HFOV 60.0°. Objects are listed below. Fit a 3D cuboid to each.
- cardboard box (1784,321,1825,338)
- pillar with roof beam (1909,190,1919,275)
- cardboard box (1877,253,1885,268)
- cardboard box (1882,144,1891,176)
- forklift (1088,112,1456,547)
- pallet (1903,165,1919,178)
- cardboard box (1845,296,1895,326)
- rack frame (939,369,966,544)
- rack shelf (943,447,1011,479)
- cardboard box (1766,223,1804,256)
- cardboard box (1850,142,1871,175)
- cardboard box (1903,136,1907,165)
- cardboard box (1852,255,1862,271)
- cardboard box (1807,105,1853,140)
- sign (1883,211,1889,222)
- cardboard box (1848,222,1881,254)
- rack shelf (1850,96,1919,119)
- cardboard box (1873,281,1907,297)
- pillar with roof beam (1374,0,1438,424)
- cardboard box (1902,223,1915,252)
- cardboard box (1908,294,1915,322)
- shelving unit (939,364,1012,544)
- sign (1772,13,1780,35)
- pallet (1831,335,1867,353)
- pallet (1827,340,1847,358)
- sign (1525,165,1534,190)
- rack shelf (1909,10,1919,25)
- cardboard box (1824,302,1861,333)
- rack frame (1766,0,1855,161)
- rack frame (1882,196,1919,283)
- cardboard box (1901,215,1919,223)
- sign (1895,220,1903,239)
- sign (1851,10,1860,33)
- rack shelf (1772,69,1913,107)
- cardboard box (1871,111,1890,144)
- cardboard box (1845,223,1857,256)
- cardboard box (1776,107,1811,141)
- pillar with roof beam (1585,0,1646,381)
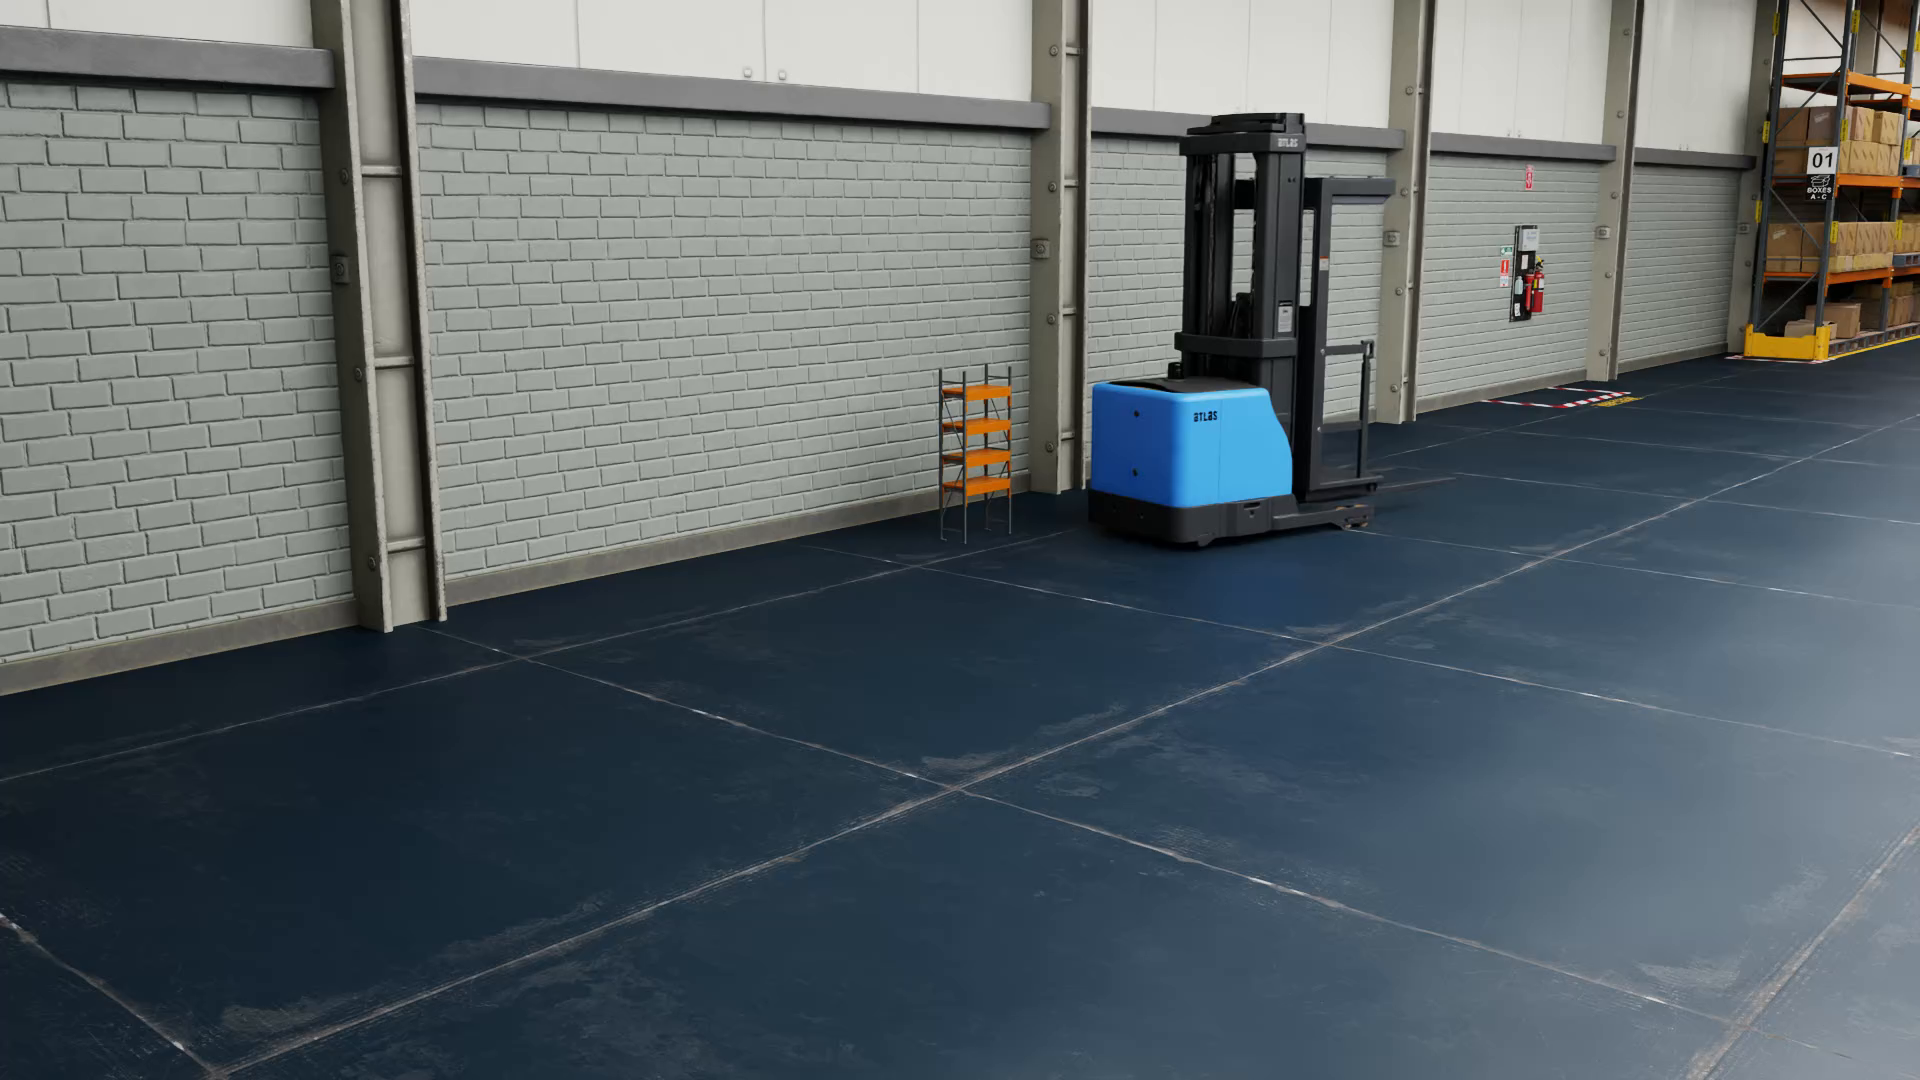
[{"bbox_3d":[13.399,-3.313,26.381,0.500,0.311,0.500,8,14,34],"label":"cardboard box"},{"bbox_3d":[23.842,-8.691,32.250,9.100,9.000,0.400,10,15,40],"label":"pillar with roof beam"},{"bbox_3d":[15.095,-4.669,27.762,0.500,0.250,0.500,10,15,41],"label":"cardboard box"},{"bbox_3d":[15.024,-6.265,27.454,0.500,0.500,0.500,8,14,36],"label":"cardboard box"},{"bbox_3d":[2.436,-1.591,12.193,3.031,2.935,1.130,-7,14,-33],"label":"forklift"},{"bbox_3d":[16.003,-6.370,28.767,1.213,0.211,1.003,10,15,40],"label":"pallet"},{"bbox_3d":[16.292,-4.097,29.824,0.700,0.500,0.500,9,15,39],"label":"cardboard box"},{"bbox_3d":[-0.052,-0.577,11.536,0.240,1.200,0.015,10,15,40],"label":"rack frame"},{"bbox_3d":[0.109,-0.547,11.729,0.258,0.148,0.480,10,15,40],"label":"rack shelf"},{"bbox_3d":[13.026,-4.726,26.134,0.500,0.500,0.500,10,15,40],"label":"cardboard box"},{"bbox_3d":[14.004,-6.024,26.246,0.500,0.500,0.500,11,16,43],"label":"cardboard box"},{"bbox_3d":[15.936,-6.710,28.662,0.500,0.500,0.500,-9,15,-39],"label":"cardboard box"},{"bbox_3d":[14.108,-4.445,26.640,0.500,0.250,0.500,9,15,39],"label":"cardboard box"},{"bbox_3d":[13.311,-6.371,25.433,0.500,0.500,0.500,8,14,36],"label":"cardboard box"},{"bbox_3d":[17.737,-6.142,31.846,0.100,0.325,0.005,10,15,40],"label":"sign"},{"bbox_3d":[14.770,-4.962,27.312,0.500,0.500,0.500,9,15,39],"label":"cardboard box"},{"bbox_3d":[16.835,-7.601,29.652,1.077,0.370,4.000,10,15,40],"label":"rack shelf"},{"bbox_3d":[16.960,-4.596,30.406,0.500,0.250,0.500,10,15,40],"label":"cardboard box"},{"bbox_3d":[8.000,-5.160,14.572,9.100,9.000,0.400,10,15,40],"label":"pillar with roof beam"},{"bbox_3d":[16.662,-5.432,29.868,0.500,0.500,0.700,-10,15,-40],"label":"cardboard box"},{"bbox_3d":[17.292,-4.319,30.936,0.700,0.500,0.500,10,15,40],"label":"cardboard box"},{"bbox_3d":[0.109,-0.613,11.716,0.258,1.200,0.503,10,15,40],"label":"shelving unit"},{"bbox_3d":[12.471,-7.878,25.389,0.100,0.325,0.005,10,15,40],"label":"sign"},{"bbox_3d":[14.293,-3.263,27.509,1.003,0.211,1.213,10,15,40],"label":"pallet"},{"bbox_3d":[13.488,-3.084,26.614,1.003,0.211,1.213,10,15,40],"label":"pallet"},{"bbox_3d":[6.986,-4.447,20.401,0.001,0.298,0.199,10,15,40],"label":"sign"},{"bbox_3d":[19.476,-10.016,32.233,1.077,0.370,4.000,10,15,40],"label":"rack shelf"},{"bbox_3d":[14.860,-3.746,28.068,0.500,0.500,0.500,8,14,36],"label":"cardboard box"},{"bbox_3d":[12.875,-7.267,25.122,1.000,3.000,0.127,10,15,40],"label":"rack frame"},{"bbox_3d":[18.156,-5.503,31.603,1.000,3.000,0.127,10,15,40],"label":"rack frame"},{"bbox_3d":[17.749,-5.982,30.966,0.380,0.149,0.250,7,13,31],"label":"cardboard box"},{"bbox_3d":[15.928,-5.270,28.226,0.100,0.325,0.005,10,15,40],"label":"sign"},{"bbox_3d":[13.282,-7.694,24.672,0.100,0.325,0.005,10,15,40],"label":"sign"},{"bbox_3d":[14.195,-7.207,26.666,1.077,0.370,4.000,10,15,40],"label":"rack shelf"},{"bbox_3d":[14.697,-6.665,26.906,0.500,0.500,0.500,9,14,38],"label":"cardboard box"},{"bbox_3d":[13.749,-4.732,26.164,0.500,0.500,0.500,10,15,41],"label":"cardboard box"},{"bbox_3d":[12.963,-6.443,25.793,0.500,0.500,0.500,11,15,43],"label":"cardboard box"},{"bbox_3d":[11.960,-6.043,18.991,9.100,9.000,0.400,10,15,40],"label":"pillar with roof beam"}]
